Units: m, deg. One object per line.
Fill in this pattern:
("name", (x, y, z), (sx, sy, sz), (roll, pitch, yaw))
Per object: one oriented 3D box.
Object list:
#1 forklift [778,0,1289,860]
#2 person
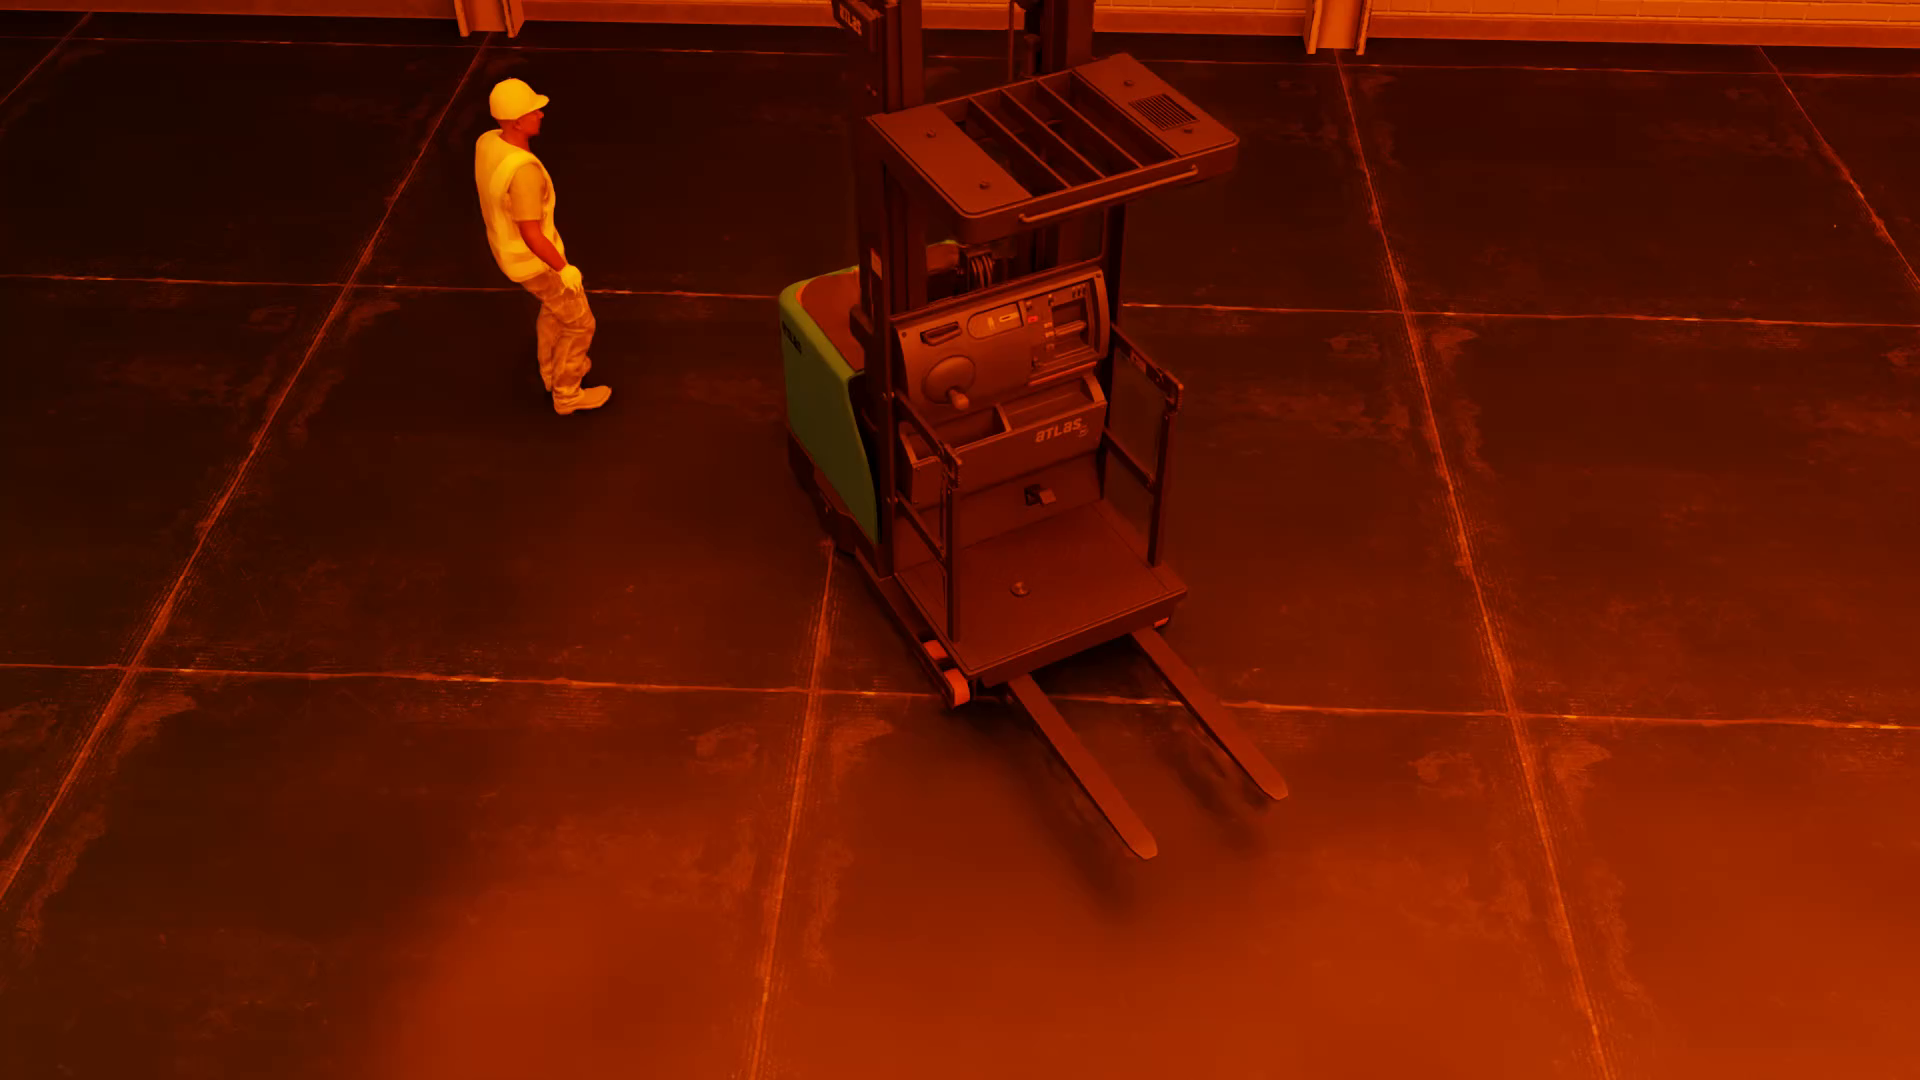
("forklift", (0.286, -0.719, 6.530), (1.130, 2.935, 3.031), (-20, 46, -20))
("person", (-2.074, -1.410, 8.175), (0.415, 1.753, 0.731), (-20, 46, -21))
